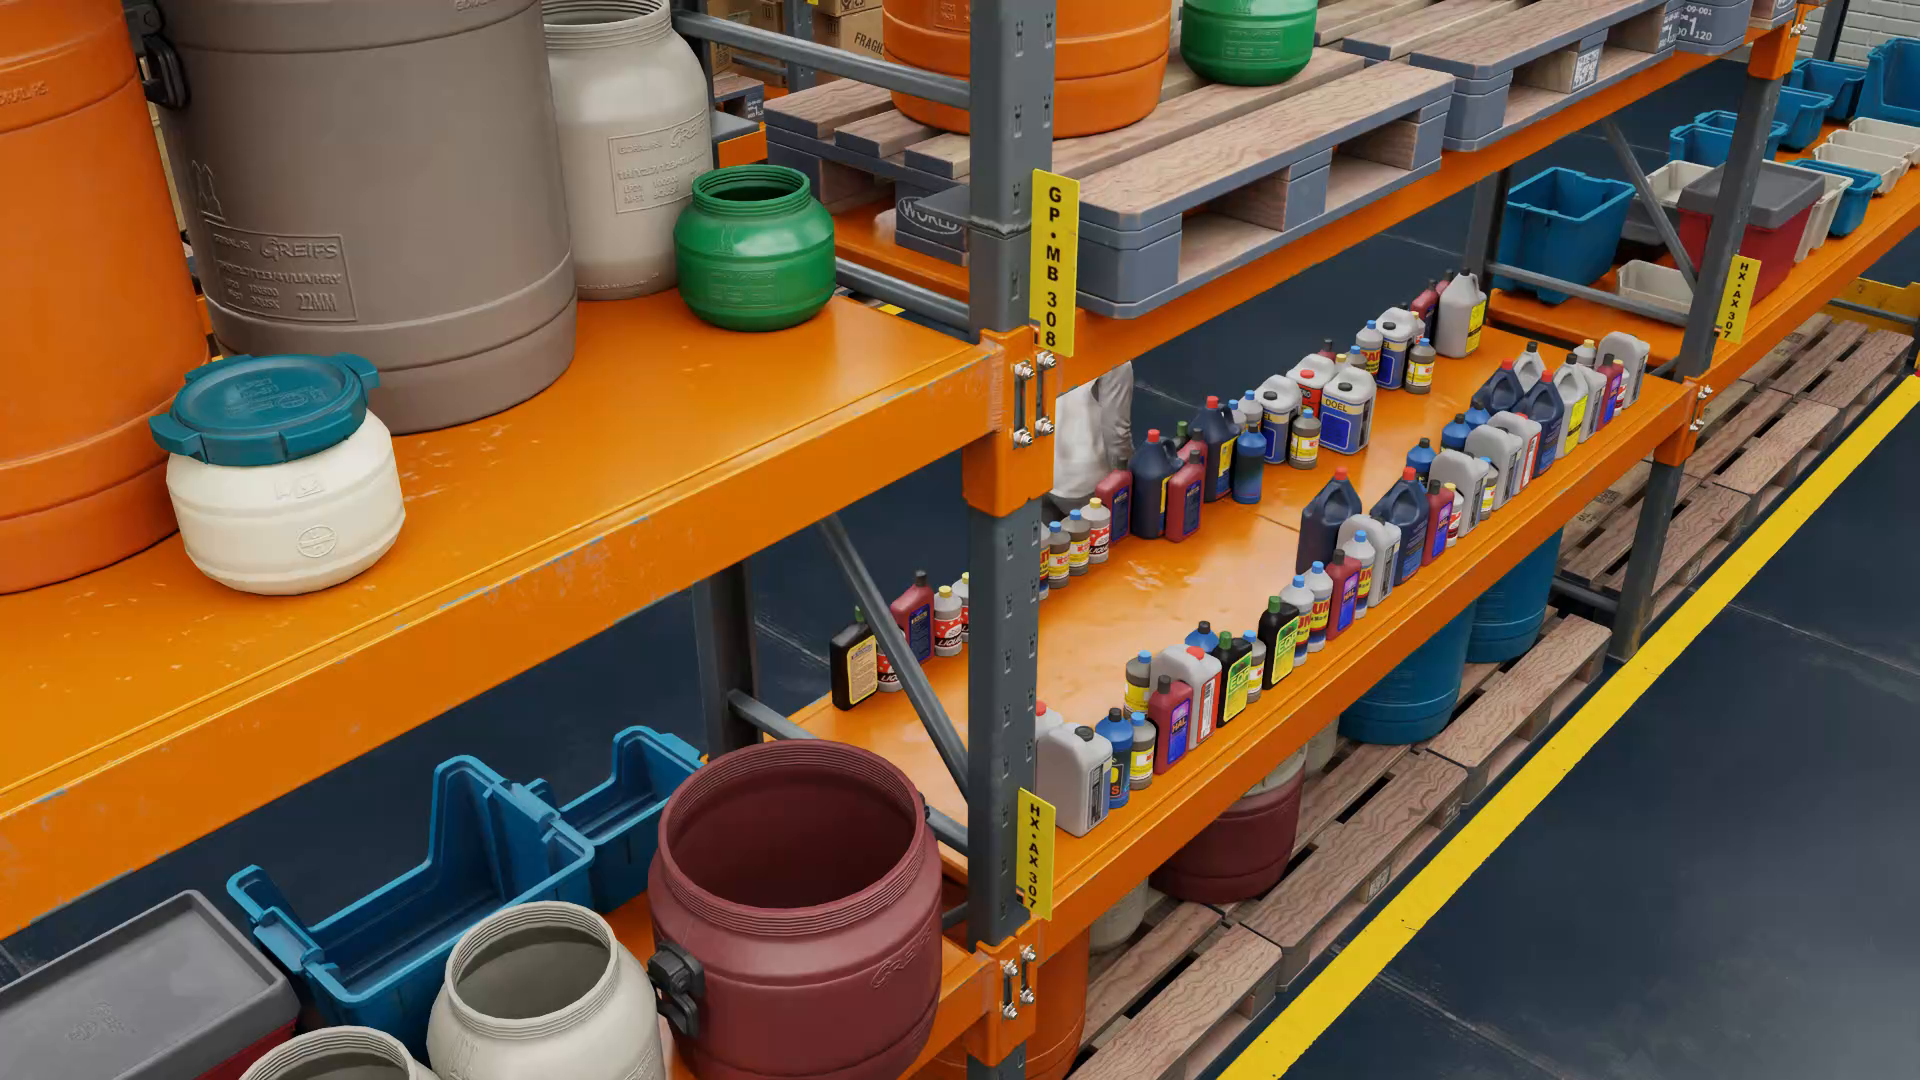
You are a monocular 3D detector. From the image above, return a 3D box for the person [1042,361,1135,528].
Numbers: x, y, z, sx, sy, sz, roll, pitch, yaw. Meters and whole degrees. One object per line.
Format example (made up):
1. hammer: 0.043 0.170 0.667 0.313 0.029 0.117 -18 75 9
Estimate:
1. person: 0.451 -0.294 6.596 0.578 1.770 0.463 25 39 35
